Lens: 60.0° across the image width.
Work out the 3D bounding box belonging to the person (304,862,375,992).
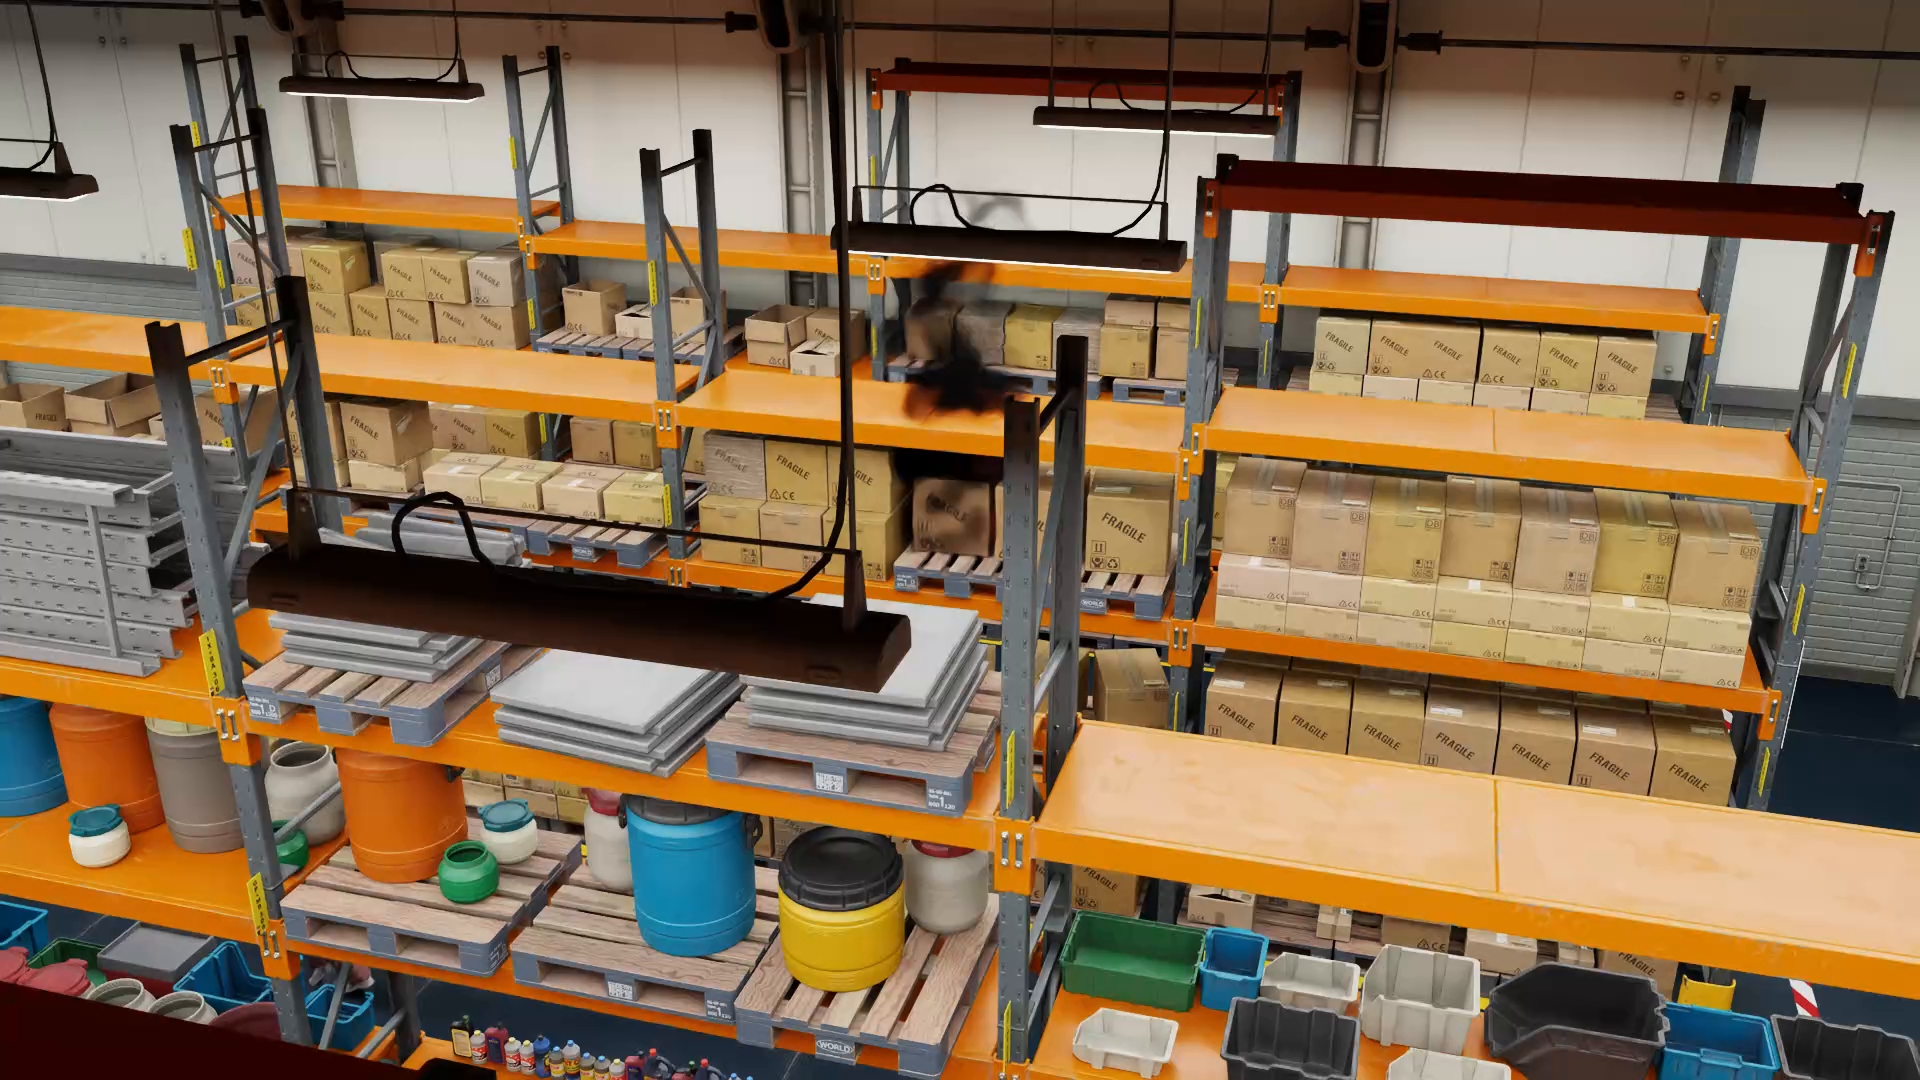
[{"bbox_3d":[-4.751,2.634,12.264,0.708,1.708,0.544,1,23,2],"label":"person"}]
